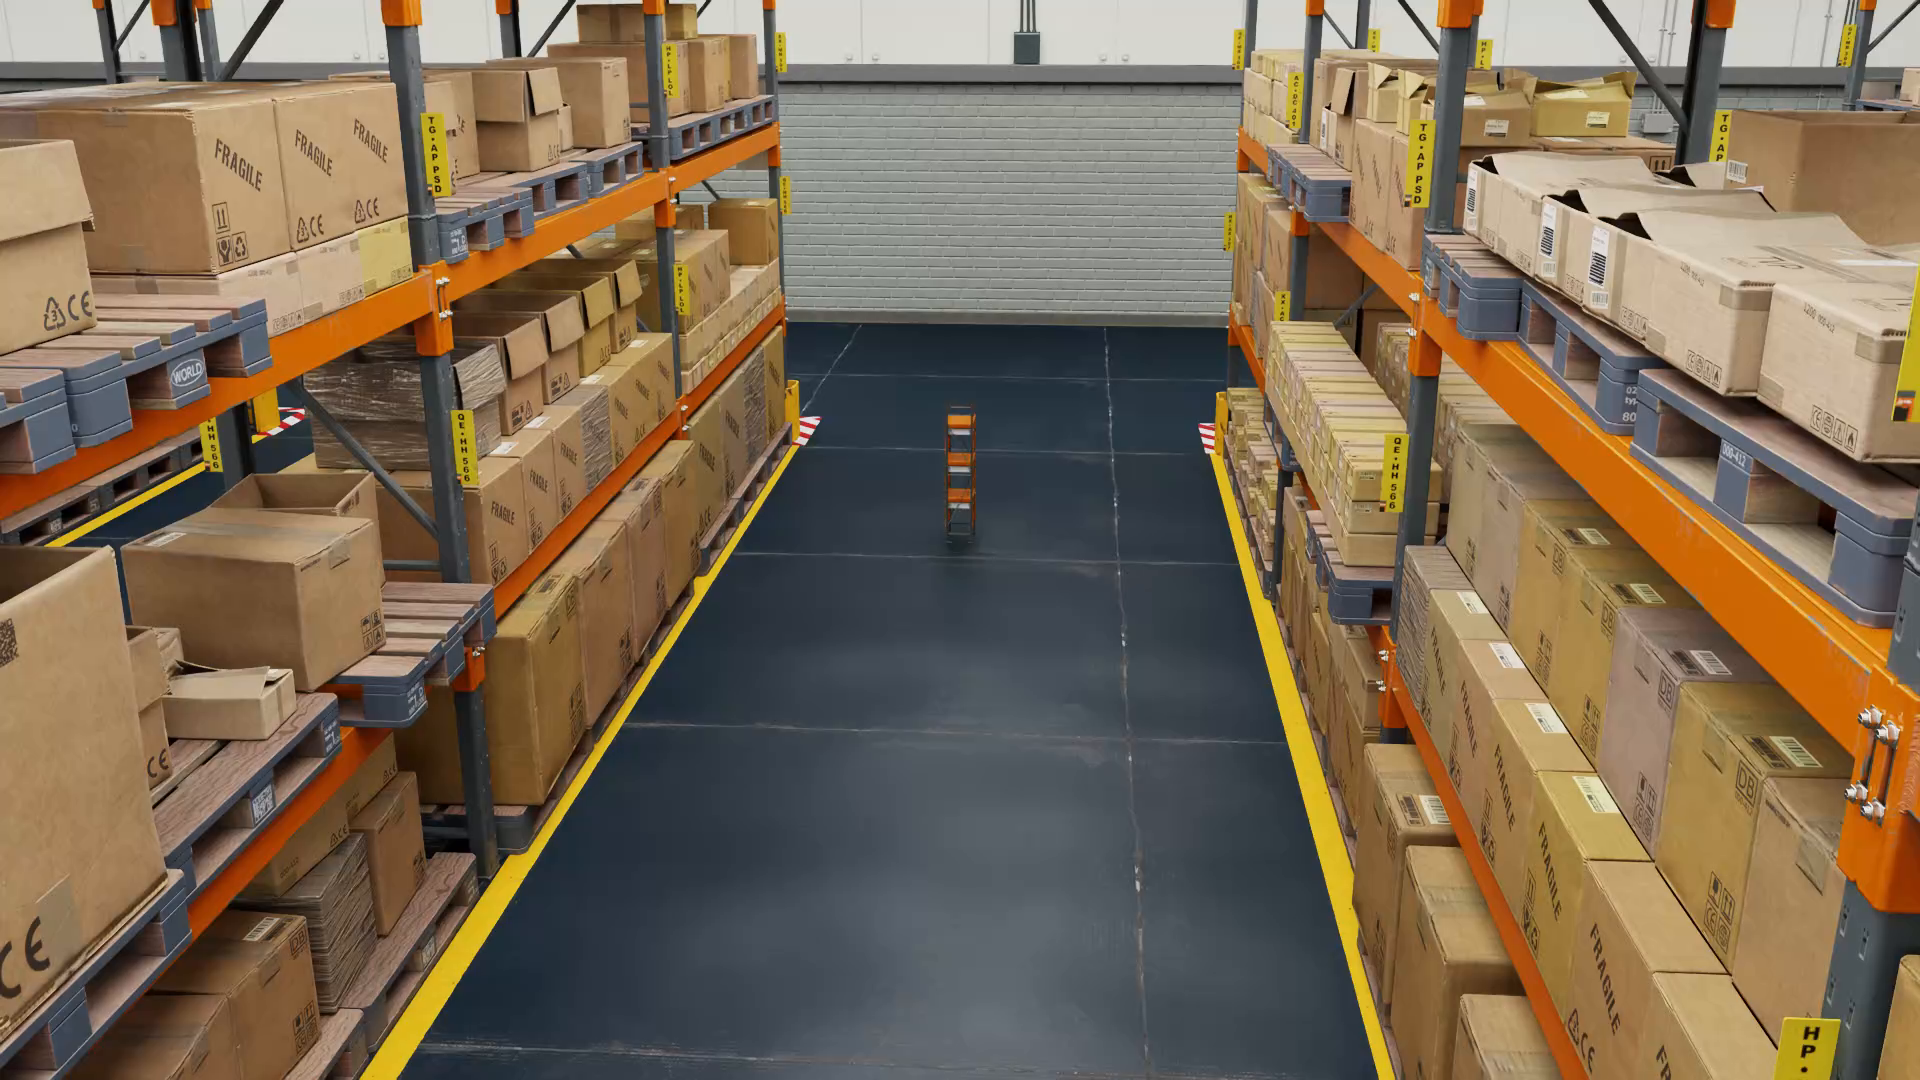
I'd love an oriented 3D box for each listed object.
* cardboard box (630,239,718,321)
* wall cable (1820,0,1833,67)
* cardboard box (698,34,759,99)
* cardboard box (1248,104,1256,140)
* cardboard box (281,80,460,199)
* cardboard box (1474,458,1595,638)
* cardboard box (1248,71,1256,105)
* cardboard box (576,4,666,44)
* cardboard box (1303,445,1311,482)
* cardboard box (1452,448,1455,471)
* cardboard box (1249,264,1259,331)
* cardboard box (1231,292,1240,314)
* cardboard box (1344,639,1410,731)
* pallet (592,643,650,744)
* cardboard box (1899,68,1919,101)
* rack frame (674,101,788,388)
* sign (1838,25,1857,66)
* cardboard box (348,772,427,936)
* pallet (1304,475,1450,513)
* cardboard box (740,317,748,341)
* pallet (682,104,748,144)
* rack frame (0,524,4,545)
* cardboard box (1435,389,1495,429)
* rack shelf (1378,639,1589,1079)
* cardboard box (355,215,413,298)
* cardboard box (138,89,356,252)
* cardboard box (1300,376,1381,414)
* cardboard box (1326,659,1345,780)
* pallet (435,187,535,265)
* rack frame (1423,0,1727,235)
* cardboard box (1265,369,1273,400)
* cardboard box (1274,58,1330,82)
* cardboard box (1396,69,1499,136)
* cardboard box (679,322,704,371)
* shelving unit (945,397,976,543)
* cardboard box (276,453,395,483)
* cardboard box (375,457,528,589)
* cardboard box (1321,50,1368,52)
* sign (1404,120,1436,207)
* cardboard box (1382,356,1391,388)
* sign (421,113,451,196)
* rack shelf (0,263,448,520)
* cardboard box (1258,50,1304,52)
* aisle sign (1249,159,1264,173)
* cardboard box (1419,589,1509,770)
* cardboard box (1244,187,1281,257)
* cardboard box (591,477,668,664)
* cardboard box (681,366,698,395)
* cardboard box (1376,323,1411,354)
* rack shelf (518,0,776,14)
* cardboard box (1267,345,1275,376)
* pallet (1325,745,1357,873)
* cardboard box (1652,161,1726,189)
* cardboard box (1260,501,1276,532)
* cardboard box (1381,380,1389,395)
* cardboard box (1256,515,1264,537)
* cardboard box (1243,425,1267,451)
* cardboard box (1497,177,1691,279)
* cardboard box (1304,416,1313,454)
[{"bbox_3d":[-2.029,-1.852,11.817,0.500,0.500,0.500,1,18,4],"label":"cardboard box"},{"bbox_3d":[8.687,-6.757,18.593,2.355,3.000,0.029,1,18,4],"label":"wall cable"},{"bbox_3d":[-2.059,-3.930,13.786,0.700,0.500,0.500,0,18,1],"label":"cardboard box"},{"bbox_3d":[2.536,-3.287,13.061,0.500,0.250,0.500,2,18,6],"label":"cardboard box"},{"bbox_3d":[-2.676,-1.753,7.297,0.797,0.503,0.637,2,18,7],"label":"cardboard box"},{"bbox_3d":[2.215,0.028,5.754,0.700,0.500,0.500,1,18,3],"label":"cardboard box"},{"bbox_3d":[2.538,-3.529,12.997,0.500,0.250,0.500,1,18,3],"label":"cardboard box"},{"bbox_3d":[-2.288,-3.498,11.265,0.500,0.250,0.500,0,18,0],"label":"cardboard box"},{"bbox_3d":[1.966,-0.387,8.517,0.380,0.149,0.250,2,18,6],"label":"cardboard box"},{"bbox_3d":[2.578,-0.358,7.951,0.380,0.149,0.250,1,18,4],"label":"cardboard box"},{"bbox_3d":[2.466,-1.809,12.487,0.500,0.500,0.500,1,18,2],"label":"cardboard box"},{"bbox_3d":[2.515,-2.018,14.166,0.380,0.149,0.250,1,18,3],"label":"cardboard box"},{"bbox_3d":[2.079,0.668,7.702,0.500,0.250,0.500,1,18,3],"label":"cardboard box"},{"bbox_3d":[-2.426,0.816,9.592,1.003,0.211,1.213,1,18,4],"label":"pallet"},{"bbox_3d":[7.867,-3.611,13.213,0.500,0.250,0.500,0,18,-1],"label":"cardboard box"},{"bbox_3d":[-2.075,-2.372,14.846,1.000,3.000,0.127,1,18,4],"label":"rack frame"},{"bbox_3d":[7.257,-4.044,13.598,0.100,0.325,0.005,1,18,4],"label":"sign"},{"bbox_3d":[-2.676,1.300,6.947,0.700,0.500,0.500,0,18,1],"label":"cardboard box"},{"bbox_3d":[2.393,-0.270,8.738,1.003,0.211,1.213,1,18,4],"label":"pallet"},{"bbox_3d":[-1.882,-1.660,13.076,0.380,0.149,0.250,2,18,5],"label":"cardboard box"},{"bbox_3d":[-2.202,-3.145,12.529,1.003,0.211,1.213,1,18,4],"label":"pallet"},{"bbox_3d":[-7.302,-1.241,11.392,1.000,3.000,0.127,1,18,4],"label":"rack frame"},{"bbox_3d":[2.611,-0.656,8.381,0.380,0.149,0.250,2,18,6],"label":"cardboard box"},{"bbox_3d":[2.148,1.217,5.046,1.077,0.370,4.000,1,18,4],"label":"rack shelf"},{"bbox_3d":[-2.438,-1.089,6.352,0.500,0.250,0.500,1,18,4],"label":"cardboard box"},{"bbox_3d":[-2.459,-1.285,5.746,0.500,0.500,0.500,1,18,4],"label":"cardboard box"},{"bbox_3d":[1.984,-0.753,8.678,0.380,0.149,0.250,2,18,6],"label":"cardboard box"},{"bbox_3d":[2.119,0.871,8.286,0.500,0.500,0.500,2,18,6],"label":"cardboard box"},{"bbox_3d":[-2.655,-1.424,7.439,1.213,0.211,1.003,2,18,6],"label":"pallet"},{"bbox_3d":[2.292,-2.596,5.895,1.000,3.000,0.127,1,18,4],"label":"rack frame"},{"bbox_3d":[2.091,-0.956,10.252,0.380,0.149,0.250,0,18,1],"label":"cardboard box"},{"bbox_3d":[2.395,-3.275,11.580,0.380,0.149,0.250,1,18,4],"label":"cardboard box"},{"bbox_3d":[2.083,-1.873,7.116,0.396,0.266,0.258,1,18,4],"label":"cardboard box"},{"bbox_3d":[-2.067,-1.340,11.459,0.500,0.250,0.500,1,18,3],"label":"cardboard box"},{"bbox_3d":[0.004,-0.516,12.310,0.215,1.050,0.252,1,18,4],"label":"shelving unit"},{"bbox_3d":[-2.860,-0.094,7.732,0.500,0.500,0.500,2,18,6],"label":"cardboard box"},{"bbox_3d":[-2.342,-0.080,7.689,0.500,0.500,0.500,2,18,6],"label":"cardboard box"},{"bbox_3d":[3.041,-3.827,13.265,0.380,0.149,0.250,2,18,5],"label":"cardboard box"},{"bbox_3d":[1.751,-1.429,6.321,0.100,0.325,0.005,1,18,4],"label":"sign"},{"bbox_3d":[2.729,-1.000,9.908,0.380,0.149,0.250,1,18,4],"label":"cardboard box"},{"bbox_3d":[-2.107,-1.546,6.676,0.100,0.325,0.005,1,18,4],"label":"sign"},{"bbox_3d":[-2.792,-0.350,5.012,1.077,0.370,4.000,1,18,4],"label":"rack shelf"},{"bbox_3d":[2.579,-3.837,13.297,0.380,0.149,0.250,2,18,6],"label":"cardboard box"},{"bbox_3d":[2.571,-3.495,14.097,0.394,0.787,0.004,1,18,4],"label":"aisle sign"},{"bbox_3d":[1.957,0.498,5.924,0.500,0.500,0.500,1,18,3],"label":"cardboard box"},{"bbox_3d":[2.479,-2.443,12.817,0.500,0.500,0.500,1,18,3],"label":"cardboard box"},{"bbox_3d":[-2.451,0.157,9.865,1.225,0.875,0.875,1,18,2],"label":"cardboard box"},{"bbox_3d":[-2.009,-1.095,11.351,0.380,0.149,0.250,1,18,4],"label":"cardboard box"},{"bbox_3d":[2.744,-1.222,10.108,0.380,0.149,0.250,2,18,6],"label":"cardboard box"},{"bbox_3d":[-2.218,-4.070,12.190,1.077,0.370,4.000,1,18,4],"label":"rack shelf"},{"bbox_3d":[2.091,-1.097,10.206,0.380,0.149,0.250,2,18,5],"label":"cardboard box"},{"bbox_3d":[2.349,1.337,8.004,1.003,0.211,1.213,1,18,4],"label":"pallet"},{"bbox_3d":[2.516,-1.044,5.284,0.500,0.311,0.500,1,18,4],"label":"cardboard box"},{"bbox_3d":[2.291,-0.163,11.530,0.380,0.149,0.250,0,18,1],"label":"cardboard box"},{"bbox_3d":[2.730,-0.860,9.958,0.380,0.149,0.250,1,18,4],"label":"cardboard box"},{"bbox_3d":[2.323,-0.124,11.889,0.380,0.149,0.250,1,18,2],"label":"cardboard box"},{"bbox_3d":[2.414,-0.793,12.976,0.380,0.149,0.250,2,18,5],"label":"cardboard box"},{"bbox_3d":[1.985,-0.971,5.159,0.500,0.250,0.500,2,18,5],"label":"cardboard box"},{"bbox_3d":[1.963,-0.531,8.479,0.380,0.149,0.250,2,18,5],"label":"cardboard box"}]
